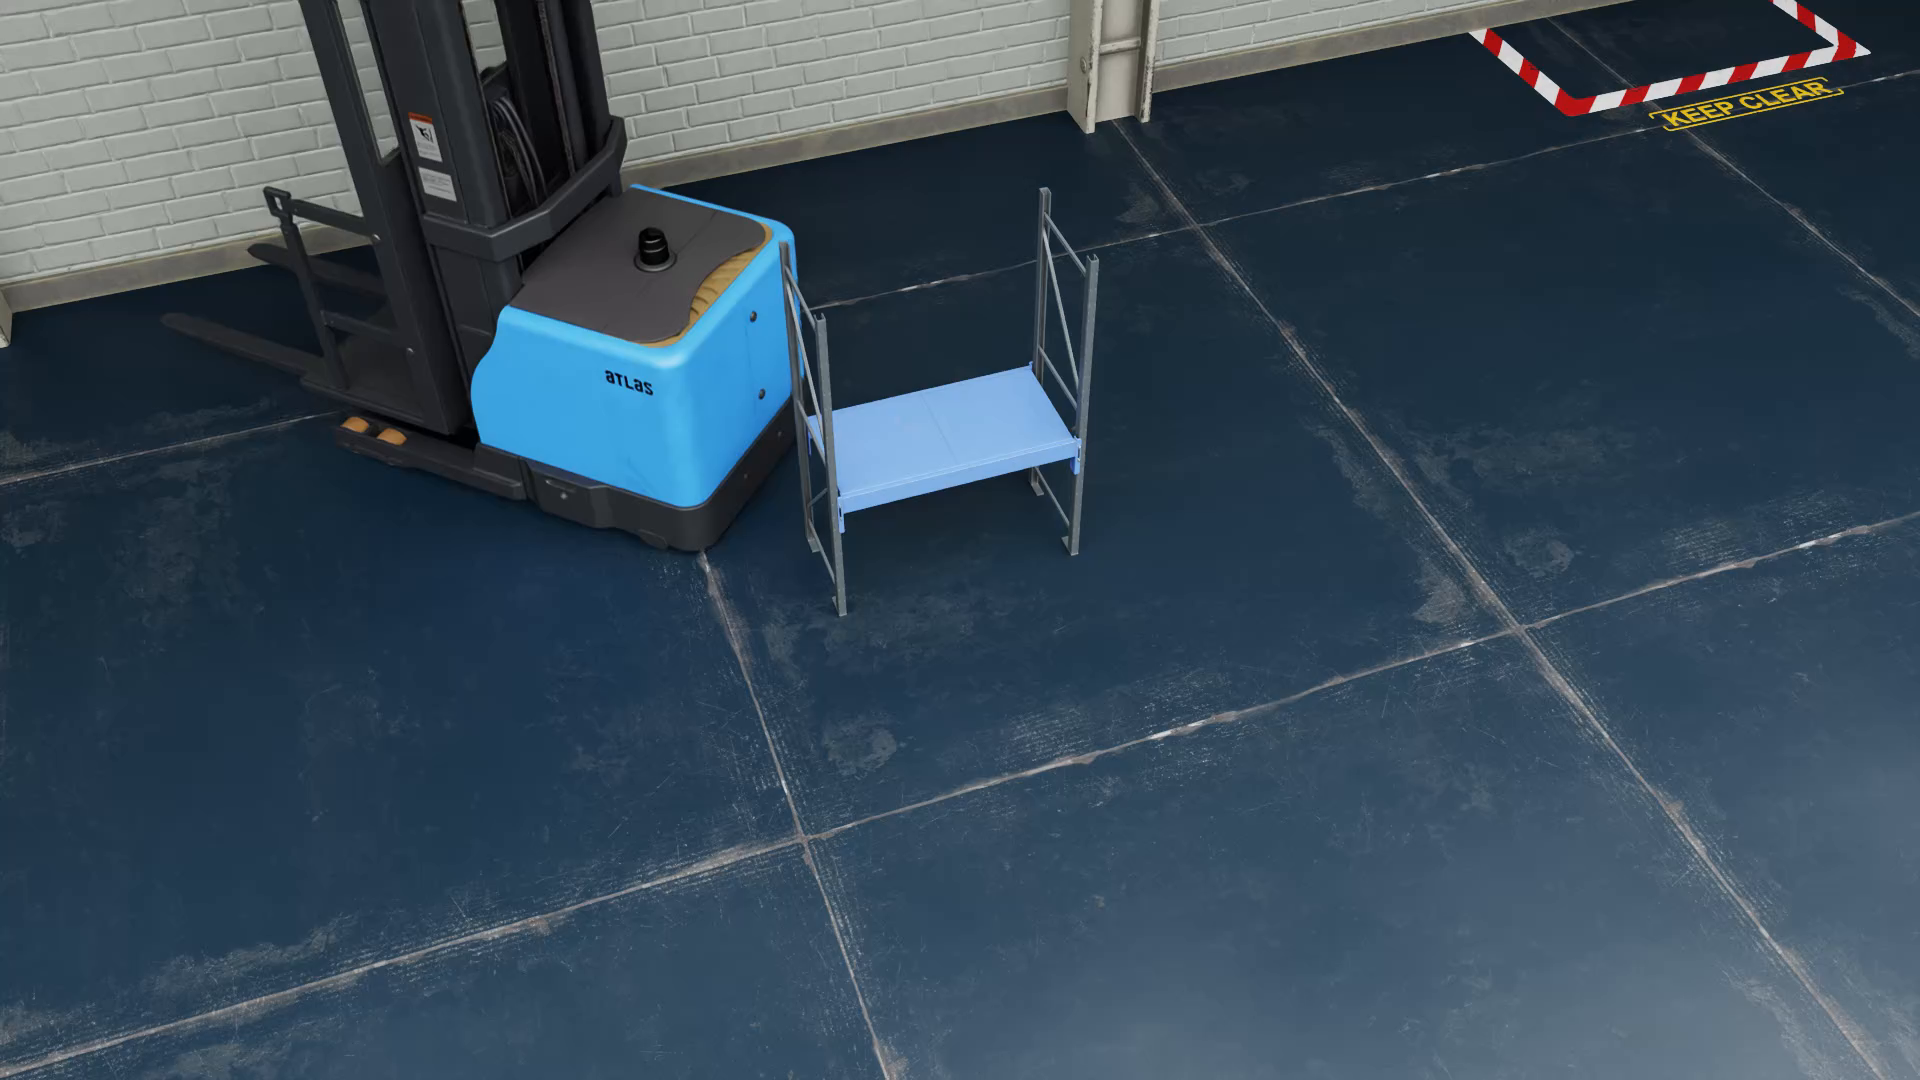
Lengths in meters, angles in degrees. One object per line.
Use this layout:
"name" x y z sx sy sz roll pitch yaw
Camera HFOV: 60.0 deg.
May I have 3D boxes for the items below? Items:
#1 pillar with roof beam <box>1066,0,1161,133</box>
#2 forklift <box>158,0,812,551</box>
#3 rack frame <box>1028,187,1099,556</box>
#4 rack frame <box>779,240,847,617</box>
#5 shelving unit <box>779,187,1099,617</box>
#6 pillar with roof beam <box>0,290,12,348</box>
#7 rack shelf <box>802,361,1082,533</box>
"pillar with roof beam" 2.301 -2.740 3.437 0.400 9.000 9.100 -14 47 -14
"forklift" -2.231 -1.687 6.672 3.031 2.935 1.130 17 48 17
"rack frame" 0.398 -0.631 6.629 0.032 1.500 0.500 -14 47 -14
"rack frame" -0.558 -0.387 6.386 0.032 1.500 0.500 -14 47 -14
"shelving unit" -0.080 -0.509 6.508 1.048 1.500 0.538 -14 47 -14
"pillar with roof beam" -3.343 -1.297 1.999 0.400 9.000 9.100 -14 47 -14
"rack shelf" -0.080 -0.382 6.635 1.000 0.185 0.538 -14 47 -14
